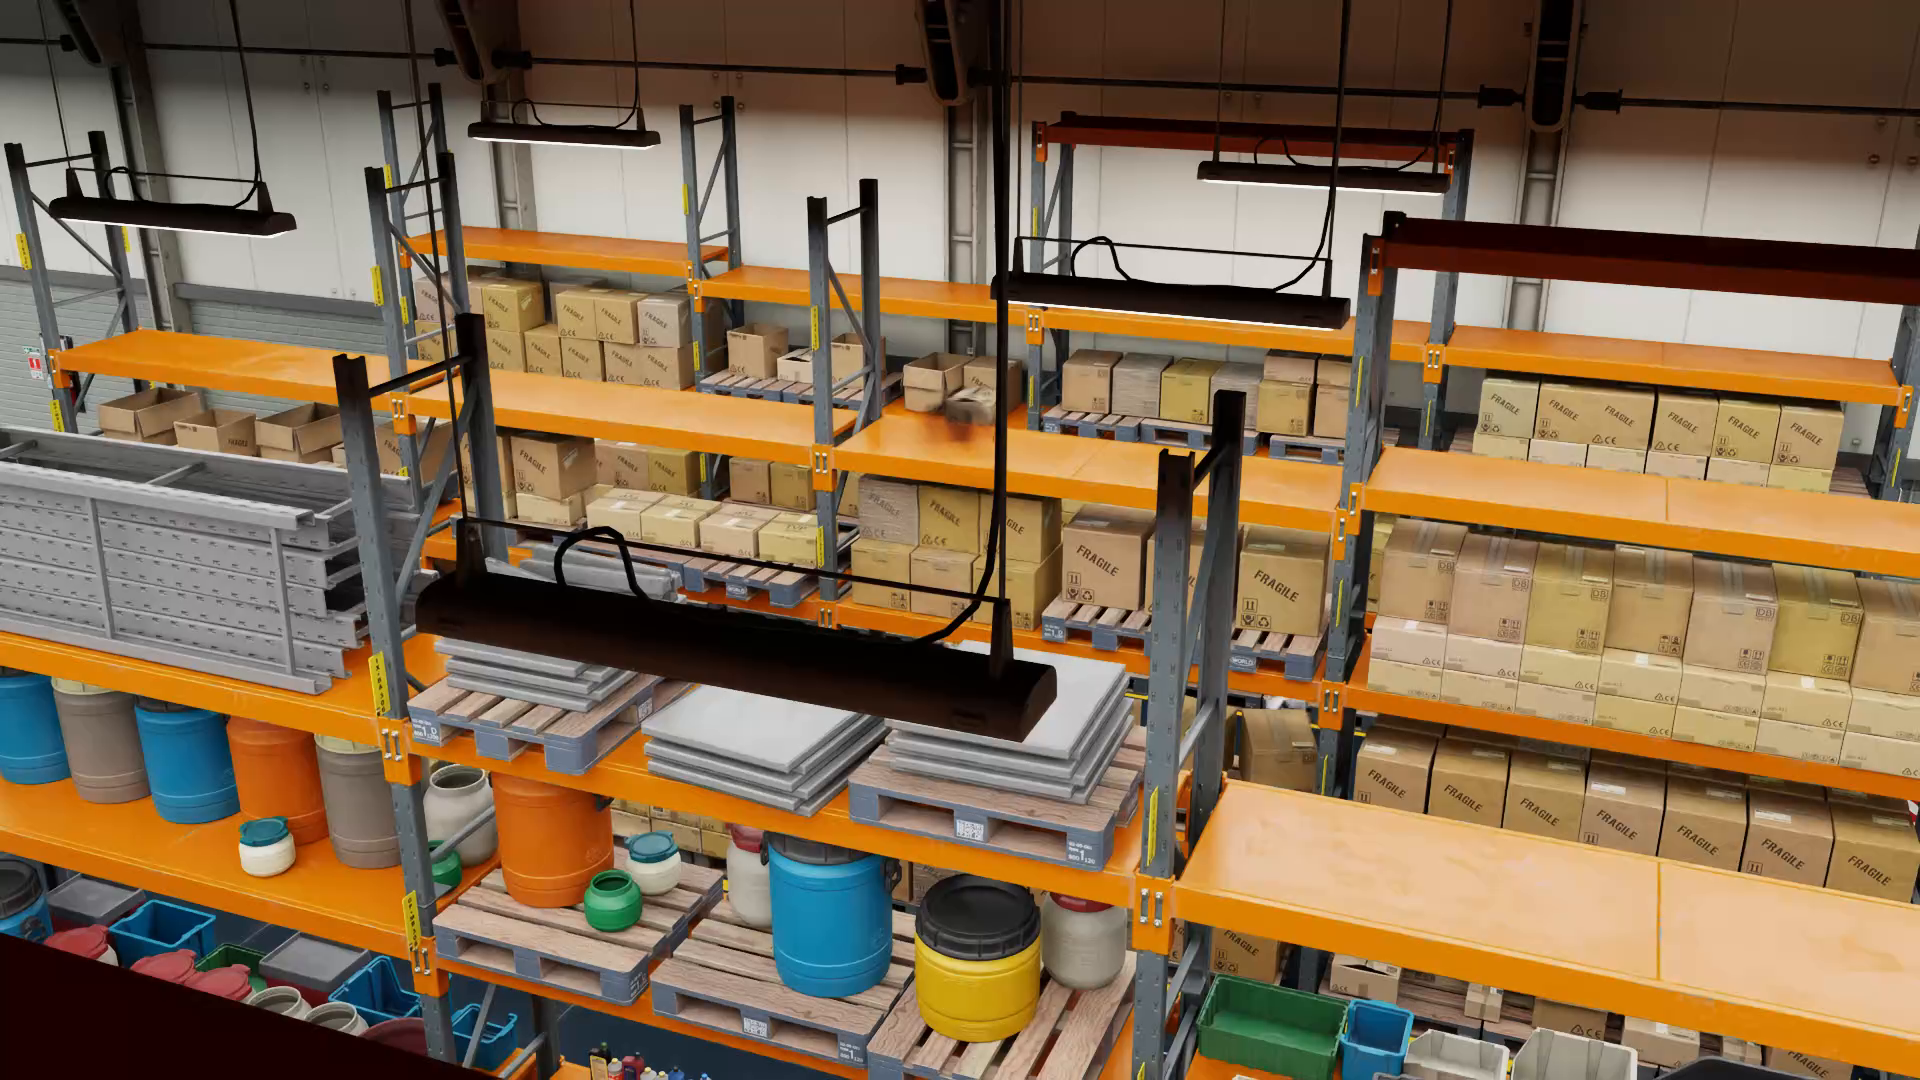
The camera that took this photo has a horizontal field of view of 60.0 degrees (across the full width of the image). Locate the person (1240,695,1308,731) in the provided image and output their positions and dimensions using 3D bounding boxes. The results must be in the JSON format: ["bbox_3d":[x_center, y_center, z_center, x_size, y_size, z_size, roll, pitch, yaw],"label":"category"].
[{"bbox_3d":[2.850,1.808,15.175,0.972,1.723,0.540,7,22,18],"label":"person"}]

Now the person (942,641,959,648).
[{"bbox_3d":[0.052,1.041,17.149,0.564,1.778,0.489,-11,23,-26],"label":"person"}]
